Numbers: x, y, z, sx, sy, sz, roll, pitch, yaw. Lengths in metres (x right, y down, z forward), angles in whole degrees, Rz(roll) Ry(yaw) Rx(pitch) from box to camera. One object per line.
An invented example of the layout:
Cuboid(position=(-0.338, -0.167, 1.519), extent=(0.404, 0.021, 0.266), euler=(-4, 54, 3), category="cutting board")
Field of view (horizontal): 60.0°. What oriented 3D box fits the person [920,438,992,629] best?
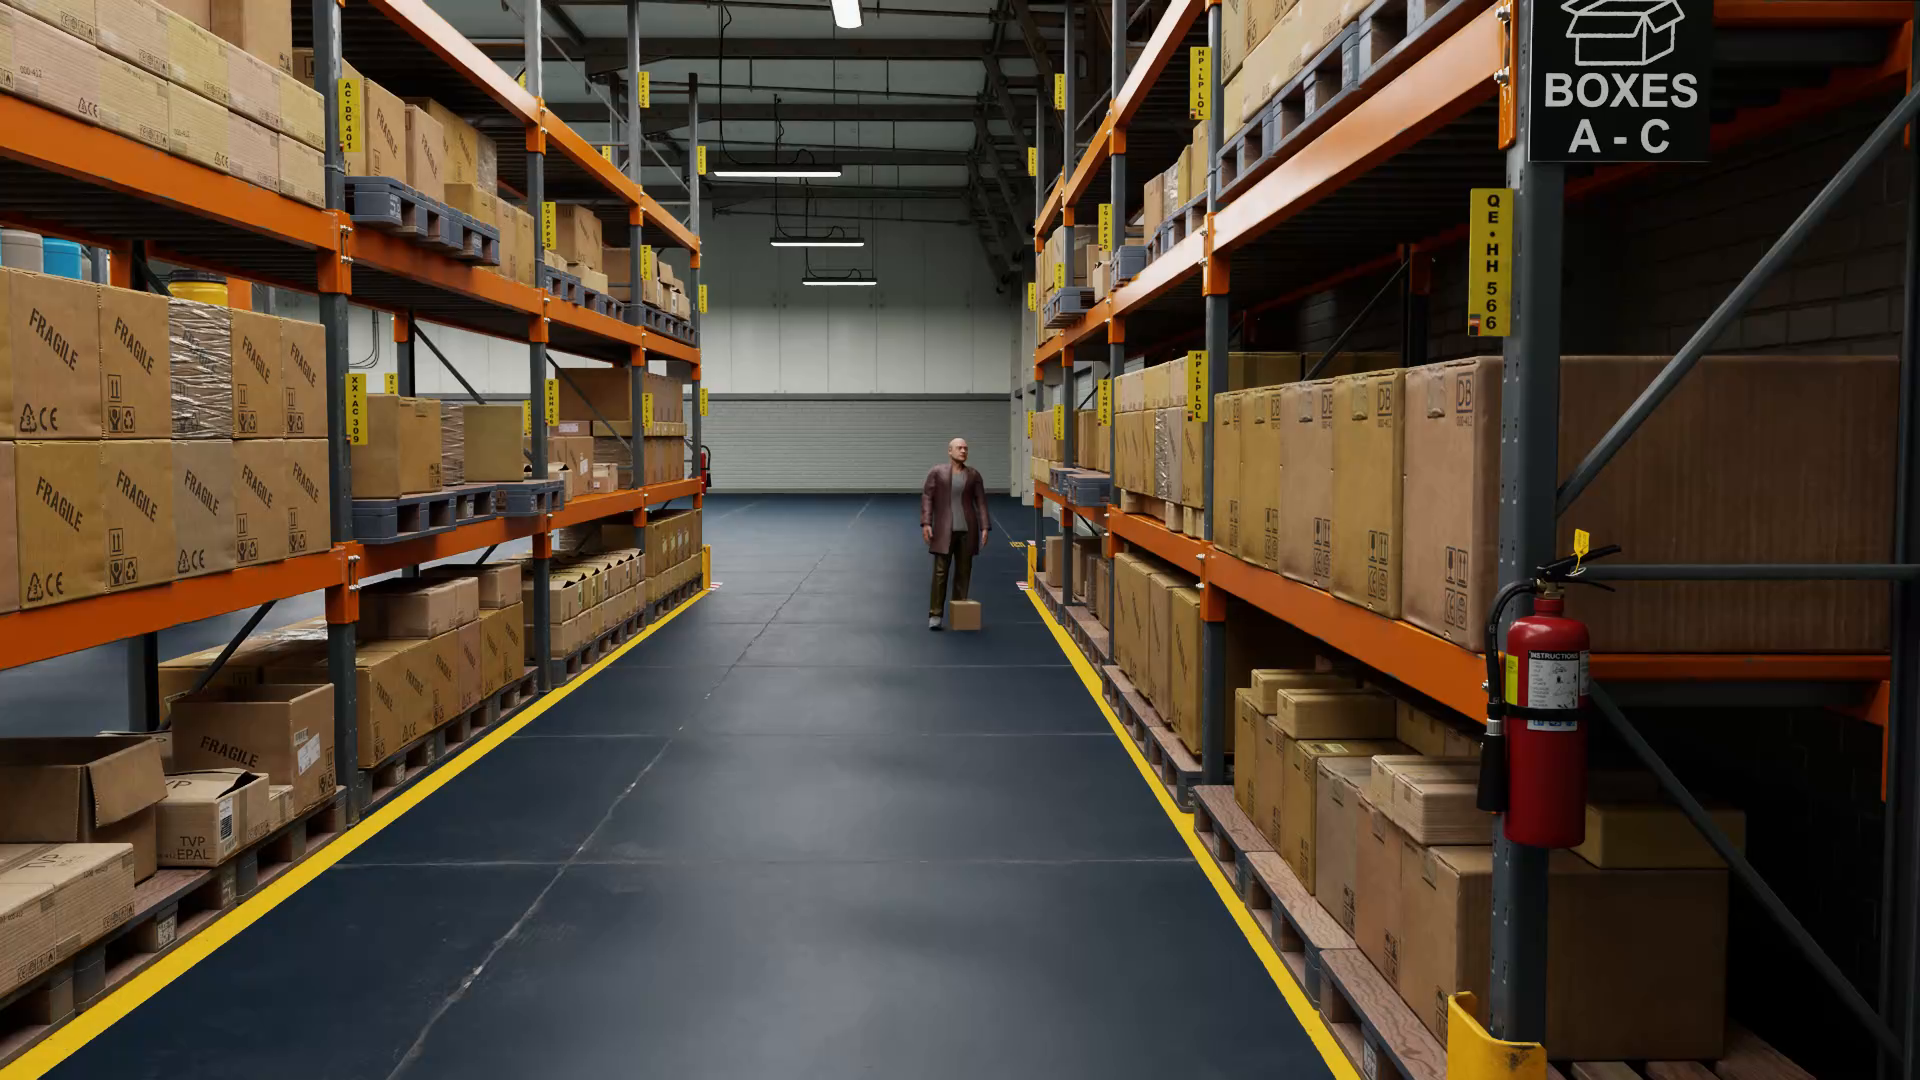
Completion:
Cuboid(position=(-0.021, -0.073, 15.696), extent=(0.695, 1.776, 0.582), euler=(-1, 4, -13), category="person")
